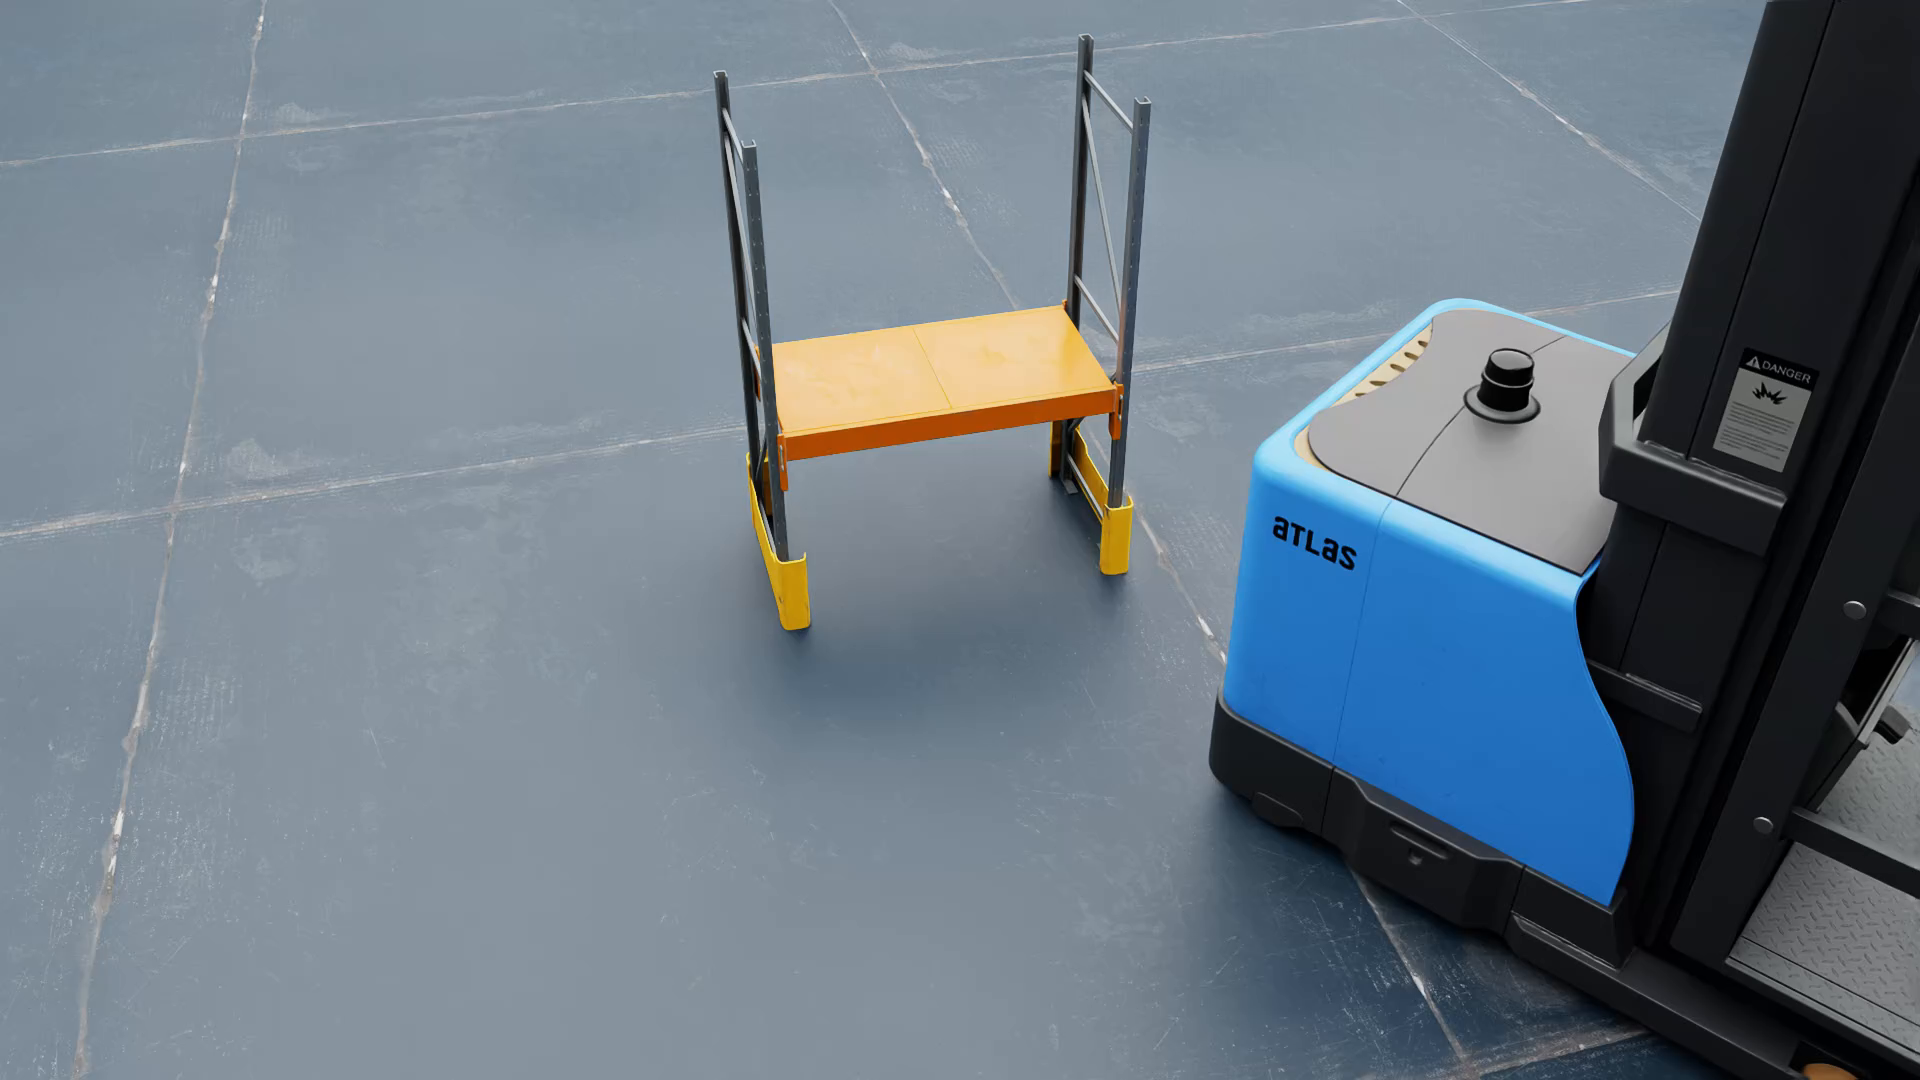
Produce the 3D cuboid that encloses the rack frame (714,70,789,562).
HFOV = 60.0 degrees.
[{"bbox_3d":[-0.573,-0.502,4.671,0.032,1.500,0.500,-9,38,-12],"label":"rack frame"}]

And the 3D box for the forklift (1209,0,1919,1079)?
[{"bbox_3d":[2.108,-0.166,3.055,3.031,2.935,1.130,27,45,31],"label":"forklift"}]

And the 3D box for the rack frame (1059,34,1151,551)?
[{"bbox_3d":[0.408,-0.663,4.882,0.032,1.500,0.500,-9,38,-12],"label":"rack frame"}]

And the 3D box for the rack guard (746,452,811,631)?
[{"bbox_3d":[-0.554,-0.008,5.055,0.087,0.250,0.587,-9,38,-12],"label":"rack guard"}]

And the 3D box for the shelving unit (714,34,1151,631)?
[{"bbox_3d":[-0.074,-0.584,4.779,1.083,1.500,0.587,-9,38,-12],"label":"shelving unit"}]

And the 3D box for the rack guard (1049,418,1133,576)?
[{"bbox_3d":[0.407,-0.166,5.261,0.087,0.250,0.587,-9,38,-12],"label":"rack guard"}]

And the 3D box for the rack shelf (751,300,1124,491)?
[{"bbox_3d":[-0.082,-0.439,4.886,1.000,0.185,0.538,-9,38,-12],"label":"rack shelf"}]
